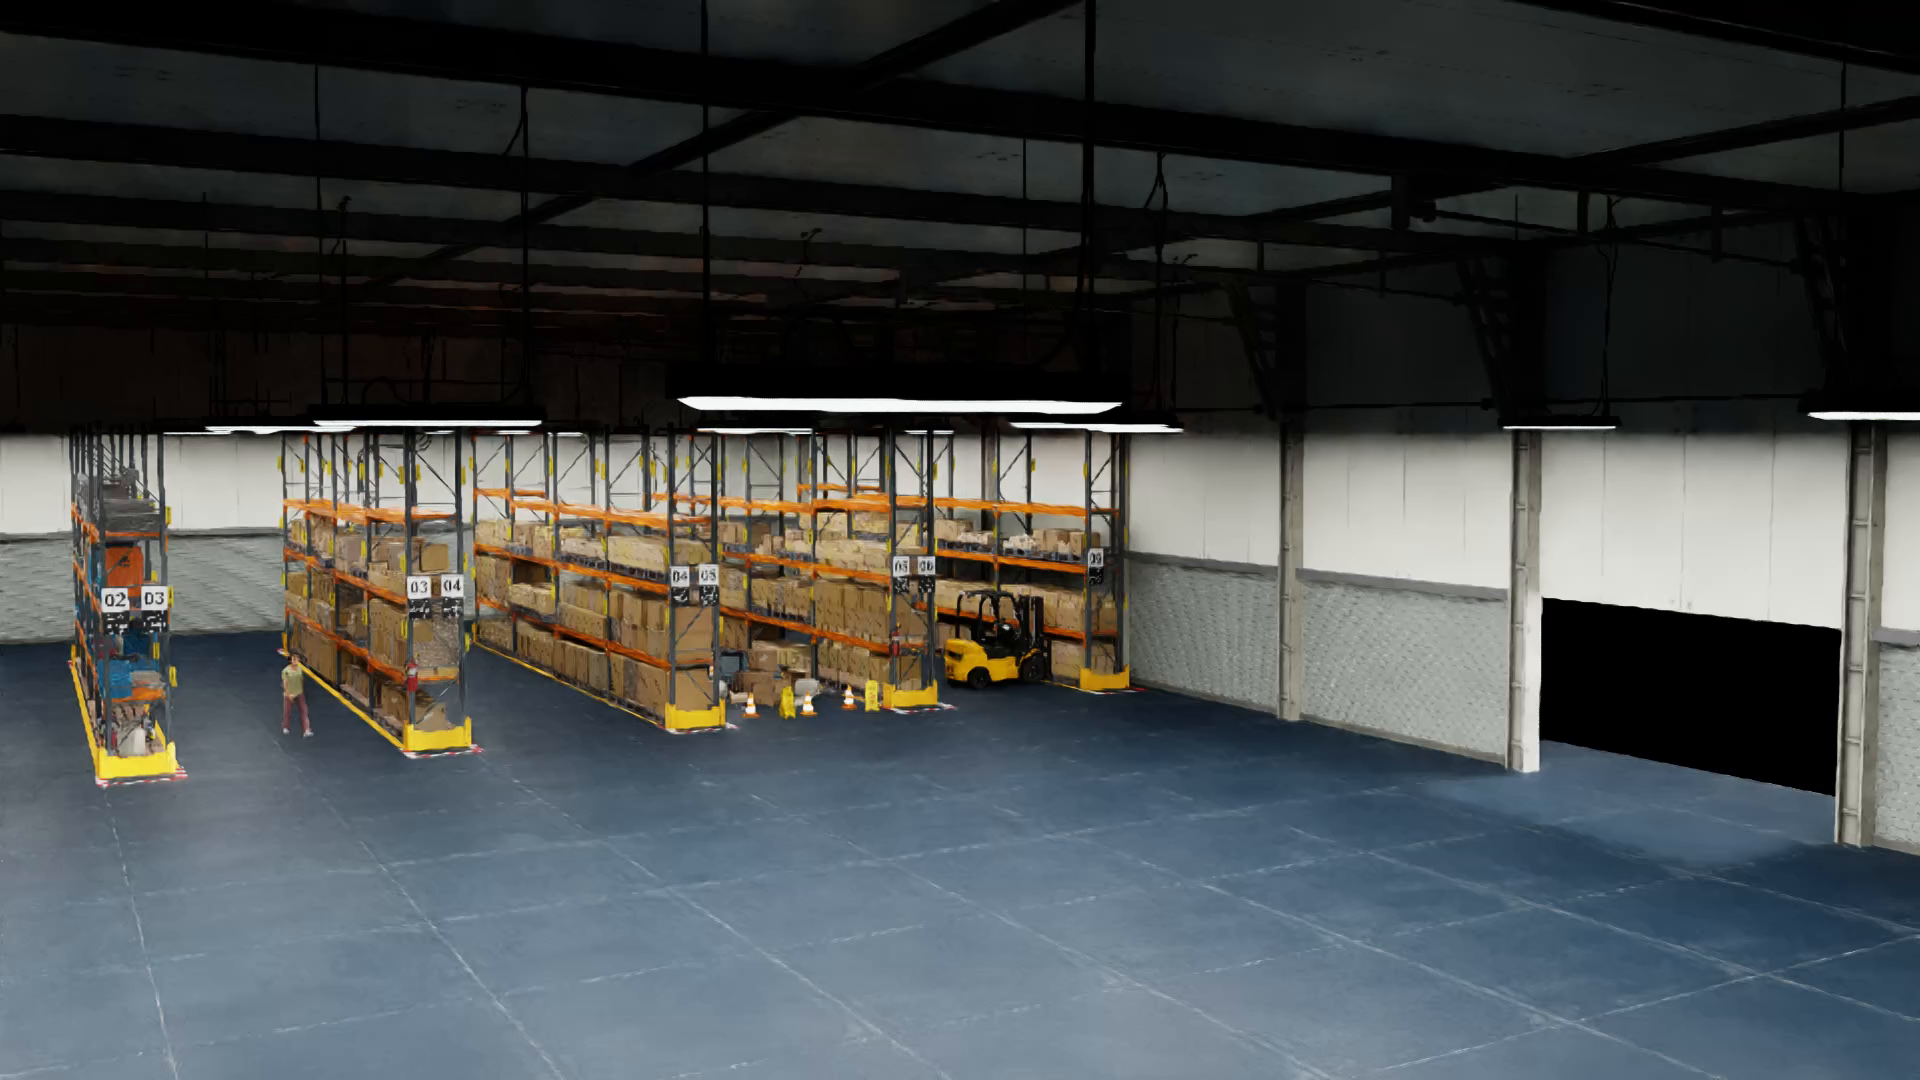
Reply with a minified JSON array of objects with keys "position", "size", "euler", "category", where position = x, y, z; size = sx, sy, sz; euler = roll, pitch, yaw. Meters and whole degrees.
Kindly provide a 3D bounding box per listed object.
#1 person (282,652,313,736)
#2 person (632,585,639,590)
[{"position":[-12.743,2.940,31.811],"size":[0.446,1.604,1.018],"euler":[-3,4,-38],"category":"person"},{"position":[-9.017,1.996,46.486],"size":[0.468,1.749,0.565],"euler":[-1,4,-20],"category":"person"}]
